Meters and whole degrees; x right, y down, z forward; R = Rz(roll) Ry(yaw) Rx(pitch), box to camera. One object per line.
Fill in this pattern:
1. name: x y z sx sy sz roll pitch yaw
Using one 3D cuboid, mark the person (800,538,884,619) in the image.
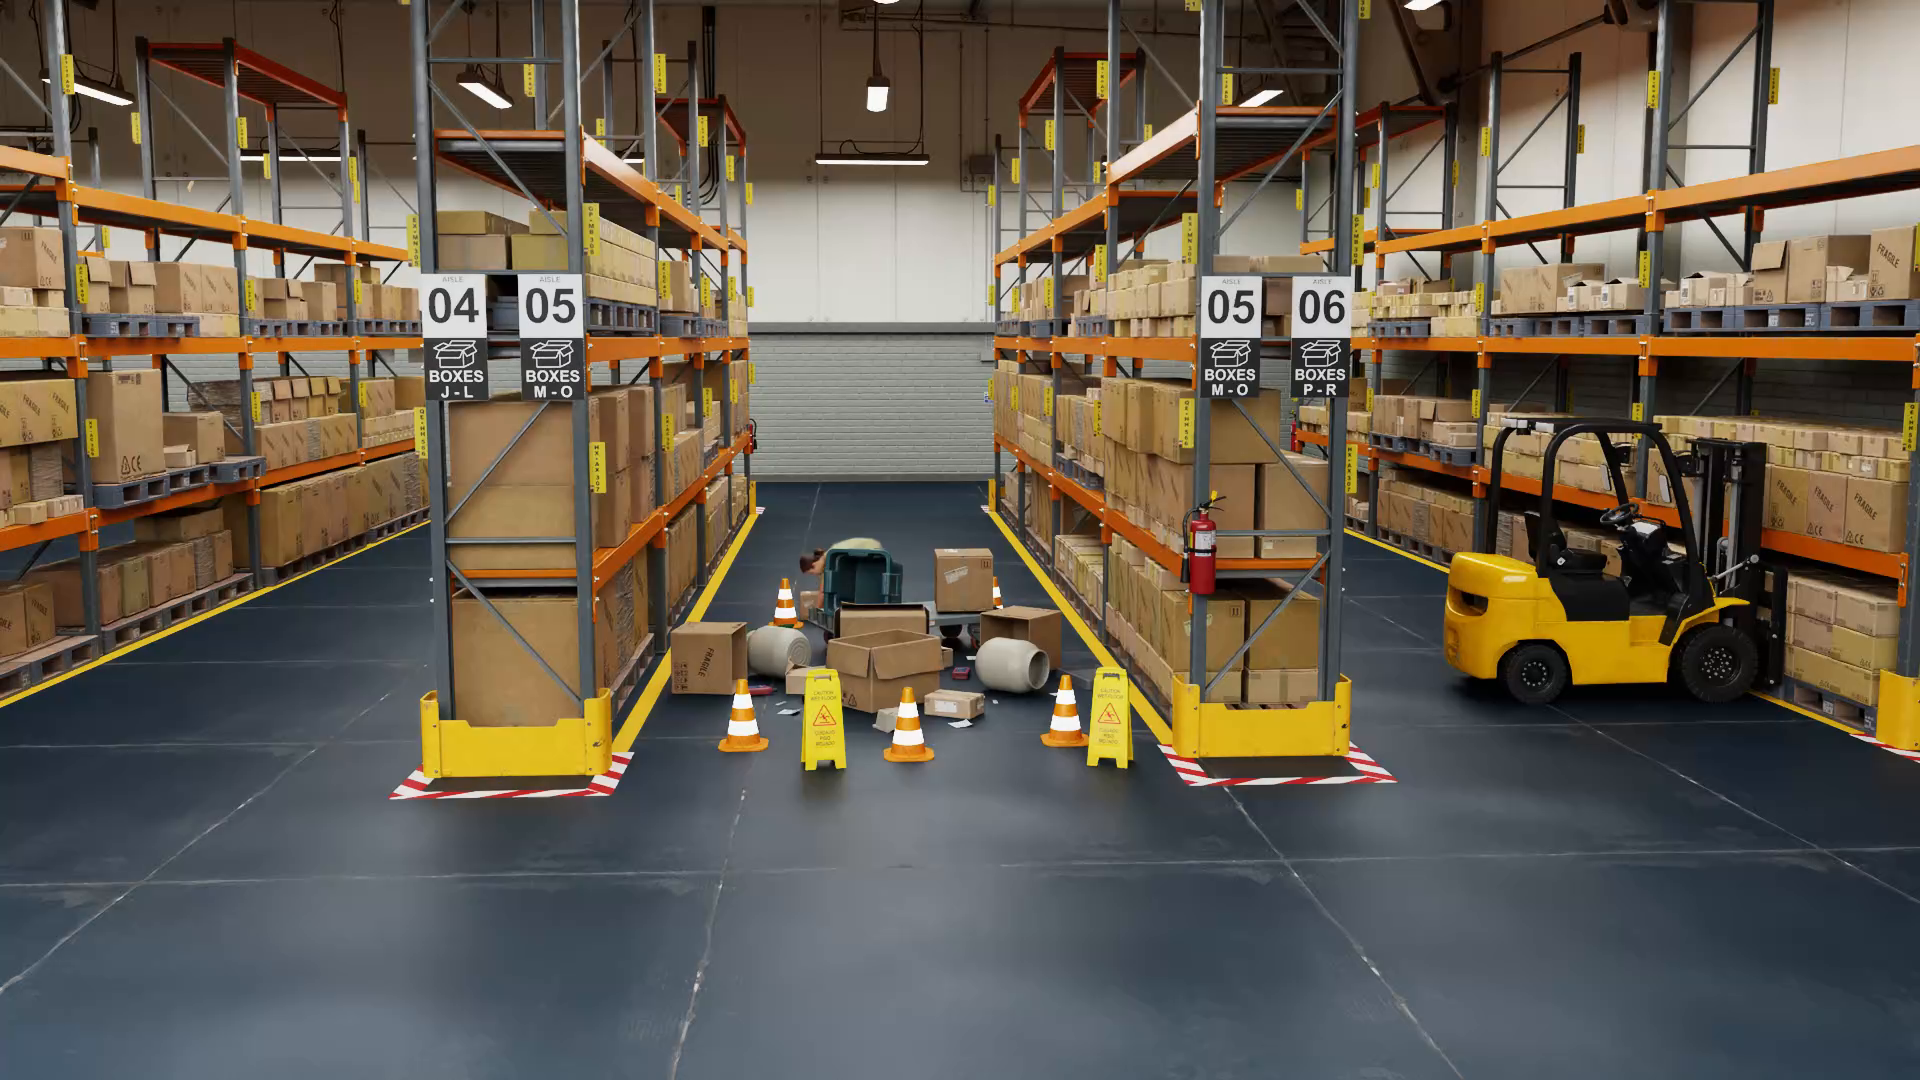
1. person: -1.176 0.395 16.710 0.861 0.819 0.463 -1 7 -6
